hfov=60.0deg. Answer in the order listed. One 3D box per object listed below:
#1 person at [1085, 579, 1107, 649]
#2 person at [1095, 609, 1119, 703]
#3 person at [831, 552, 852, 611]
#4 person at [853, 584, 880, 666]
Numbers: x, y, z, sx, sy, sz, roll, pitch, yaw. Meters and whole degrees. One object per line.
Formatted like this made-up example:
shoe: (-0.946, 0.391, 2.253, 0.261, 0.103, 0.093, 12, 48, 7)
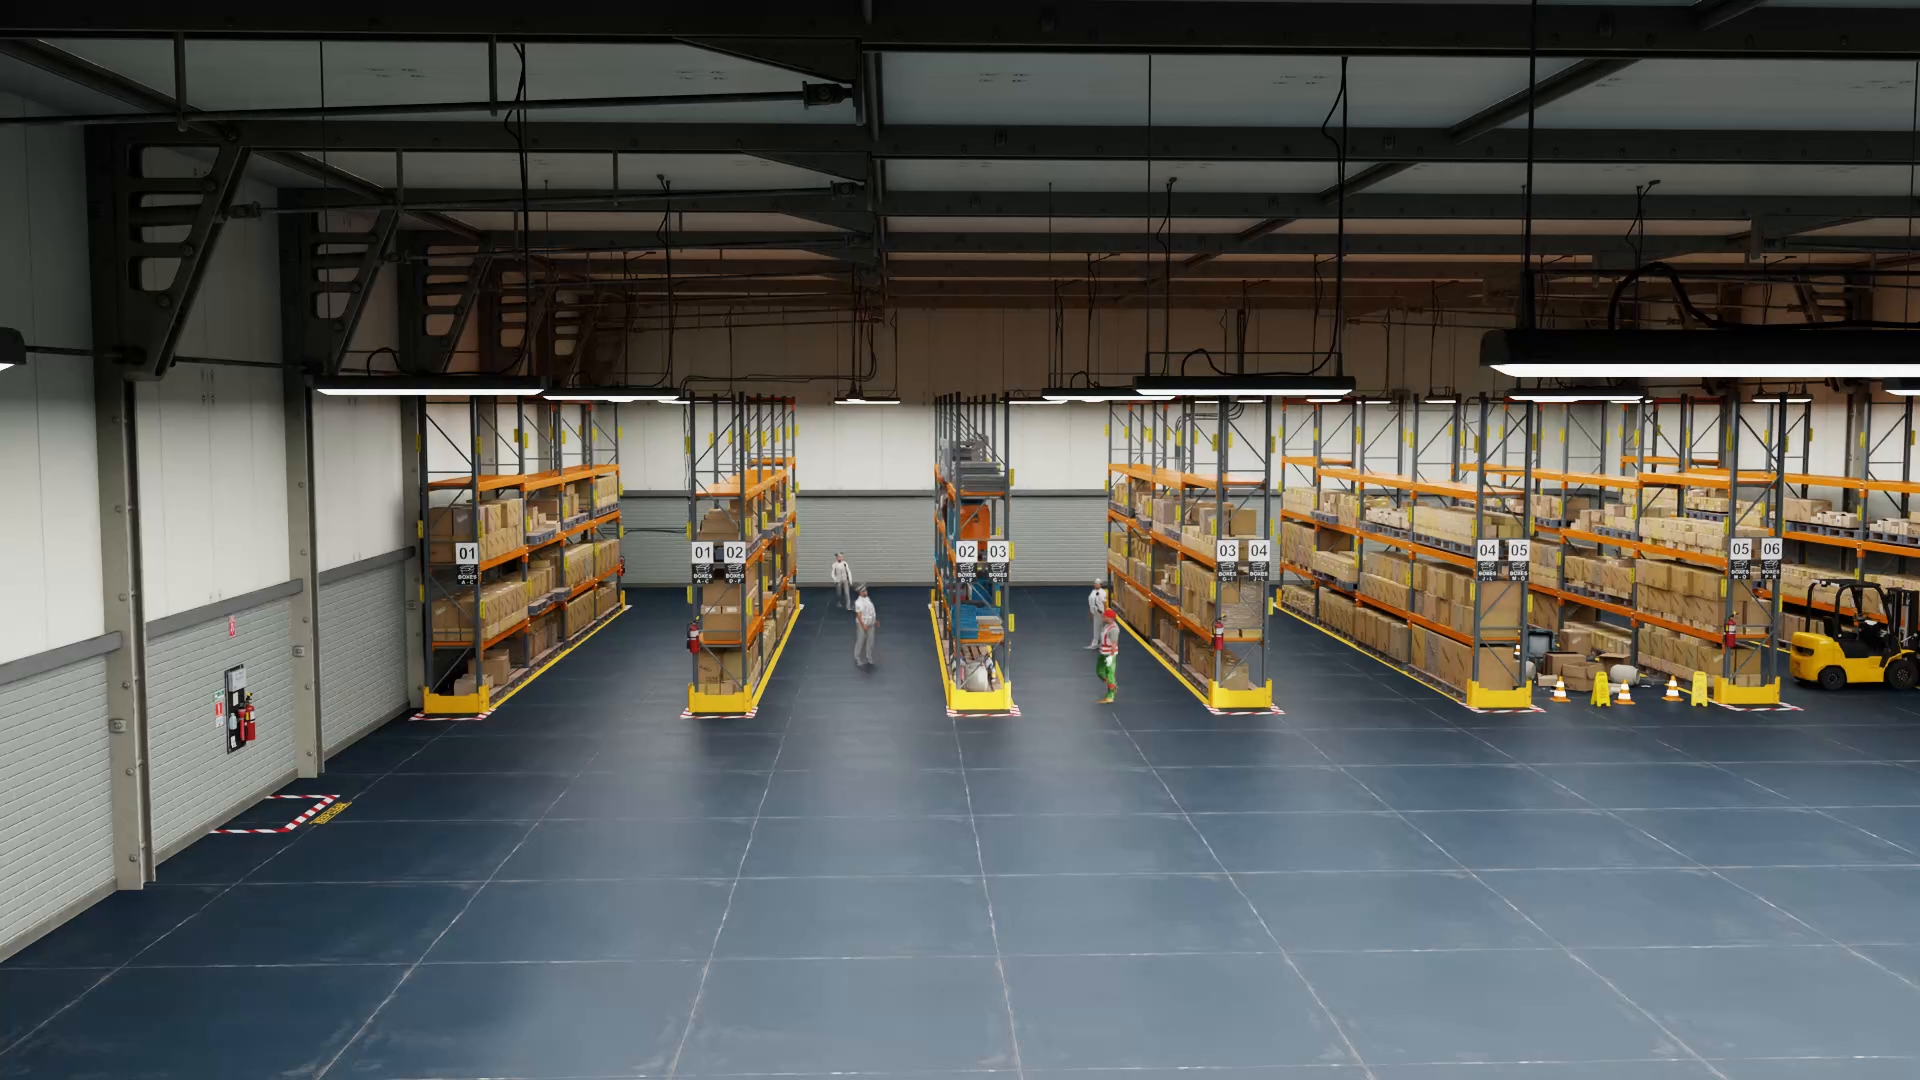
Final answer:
person: (3.202, 1.742, 39.404, 0.613, 1.648, 0.504, -1, 5, -15)
person: (2.869, 2.233, 32.303, 0.522, 1.788, 0.625, -2, 5, -21)
person: (-3.327, 1.155, 46.798, 0.584, 1.631, 0.799, -1, 5, -8)
person: (-2.092, 1.876, 36.953, 0.419, 1.805, 0.614, 4, 6, 38)
